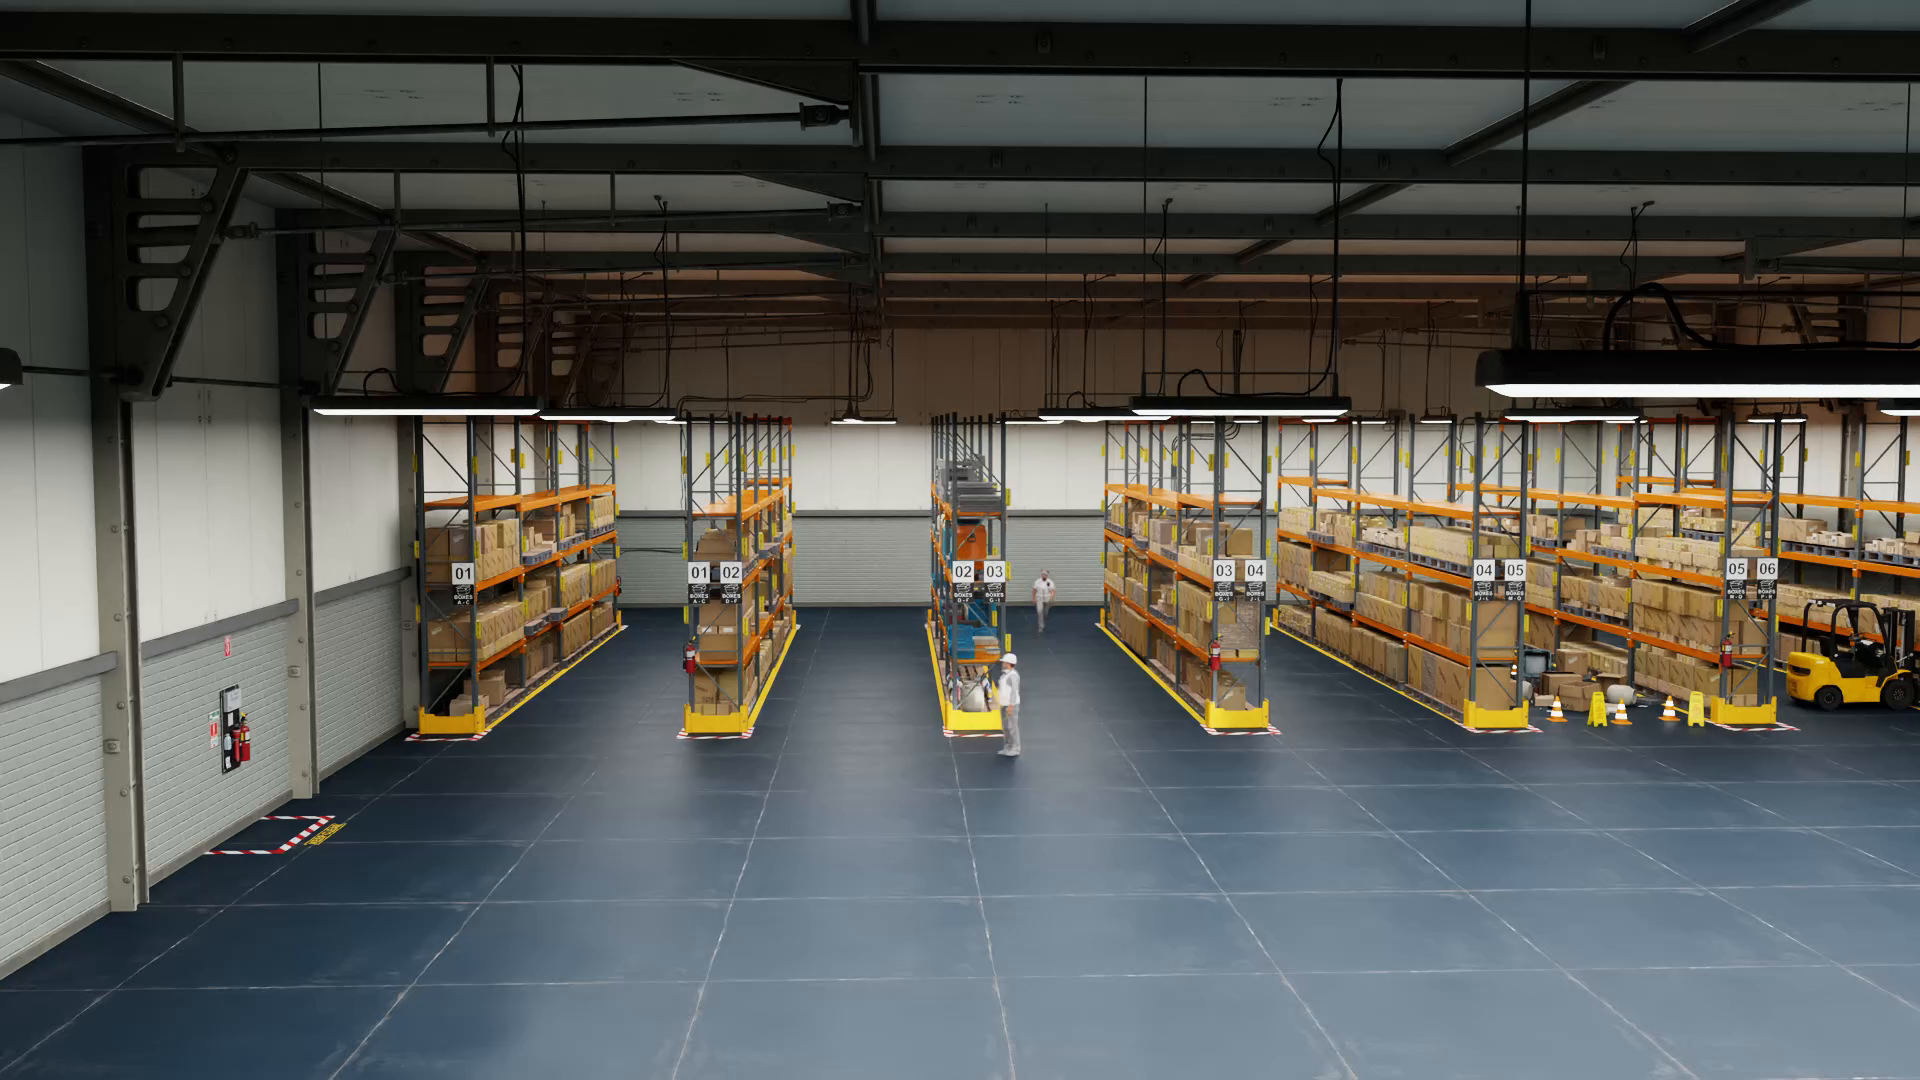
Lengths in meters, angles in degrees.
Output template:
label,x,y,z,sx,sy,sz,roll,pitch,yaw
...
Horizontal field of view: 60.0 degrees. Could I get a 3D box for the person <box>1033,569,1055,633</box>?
label,x,y,z,sx,sy,sz,roll,pitch,yaw
person,2.361,1.698,46.636,0.595,1.768,0.985,0,4,-4

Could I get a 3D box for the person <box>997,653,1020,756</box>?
label,x,y,z,sx,sy,sz,roll,pitch,yaw
person,0.846,2.874,28.959,0.388,1.804,0.578,-2,4,-22

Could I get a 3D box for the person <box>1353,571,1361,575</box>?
label,x,y,z,sx,sy,sz,roll,pitch,yaw
person,11.232,1.678,47.354,0.364,1.677,0.535,2,4,29
